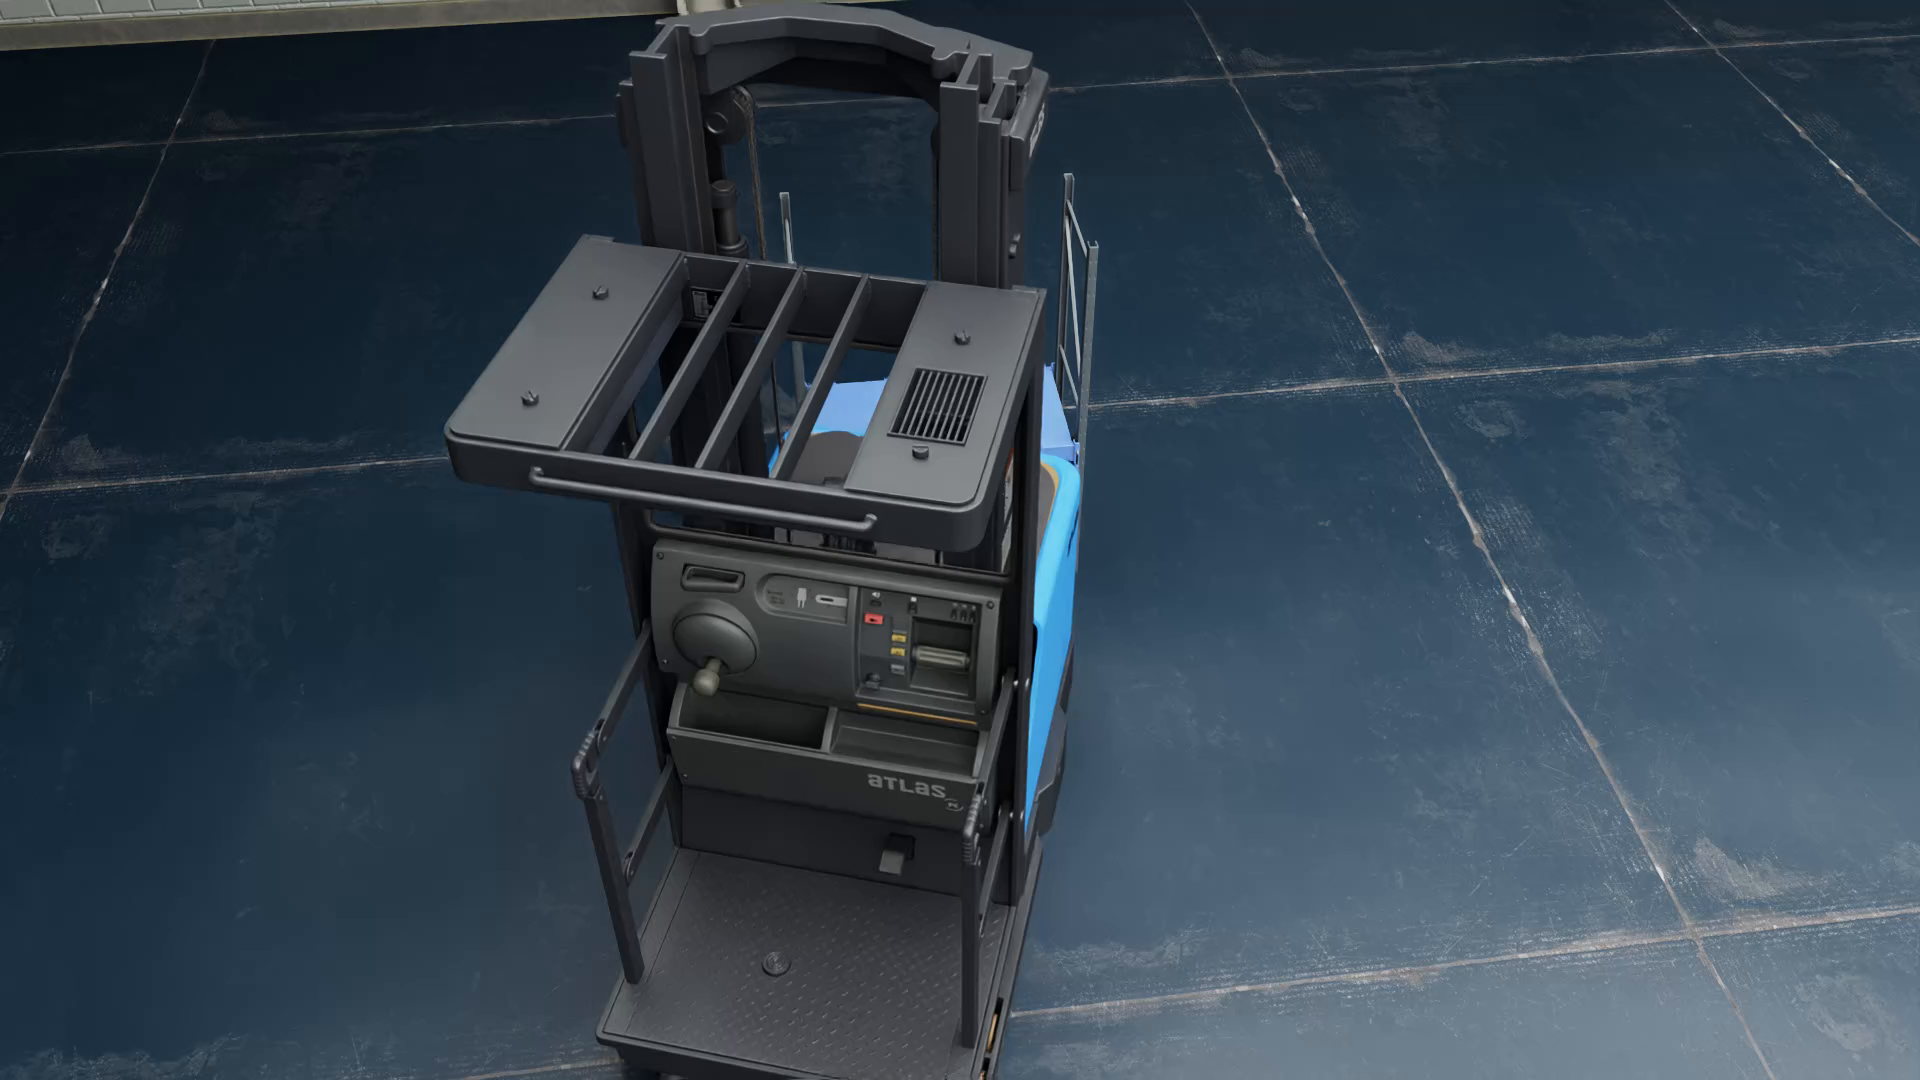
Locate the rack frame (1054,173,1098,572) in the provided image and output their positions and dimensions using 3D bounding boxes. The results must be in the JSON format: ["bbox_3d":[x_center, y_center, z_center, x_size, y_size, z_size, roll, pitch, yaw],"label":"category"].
[{"bbox_3d":[0.419,-0.594,6.288,0.032,1.500,0.500,-5,42,-6],"label":"rack frame"}]

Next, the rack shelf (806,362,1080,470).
[{"bbox_3d":[-0.085,-0.416,6.360,1.000,0.185,0.538,-5,42,-6],"label":"rack shelf"}]

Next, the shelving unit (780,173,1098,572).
[{"bbox_3d":[-0.085,-0.550,6.239,1.048,1.500,0.538,-5,42,-6],"label":"shelving unit"}]

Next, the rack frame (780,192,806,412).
[{"bbox_3d":[-0.589,-0.505,6.191,0.032,1.500,0.500,-5,42,-6],"label":"rack frame"}]

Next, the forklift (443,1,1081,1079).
[{"bbox_3d":[-0.401,0.336,4.189,1.130,2.935,3.031,8,43,9],"label":"forklift"}]

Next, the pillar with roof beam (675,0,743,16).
[{"bbox_3d":[-0.988,-3.721,4.157,0.400,9.000,9.100,-5,42,-6],"label":"pillar with roof beam"}]
